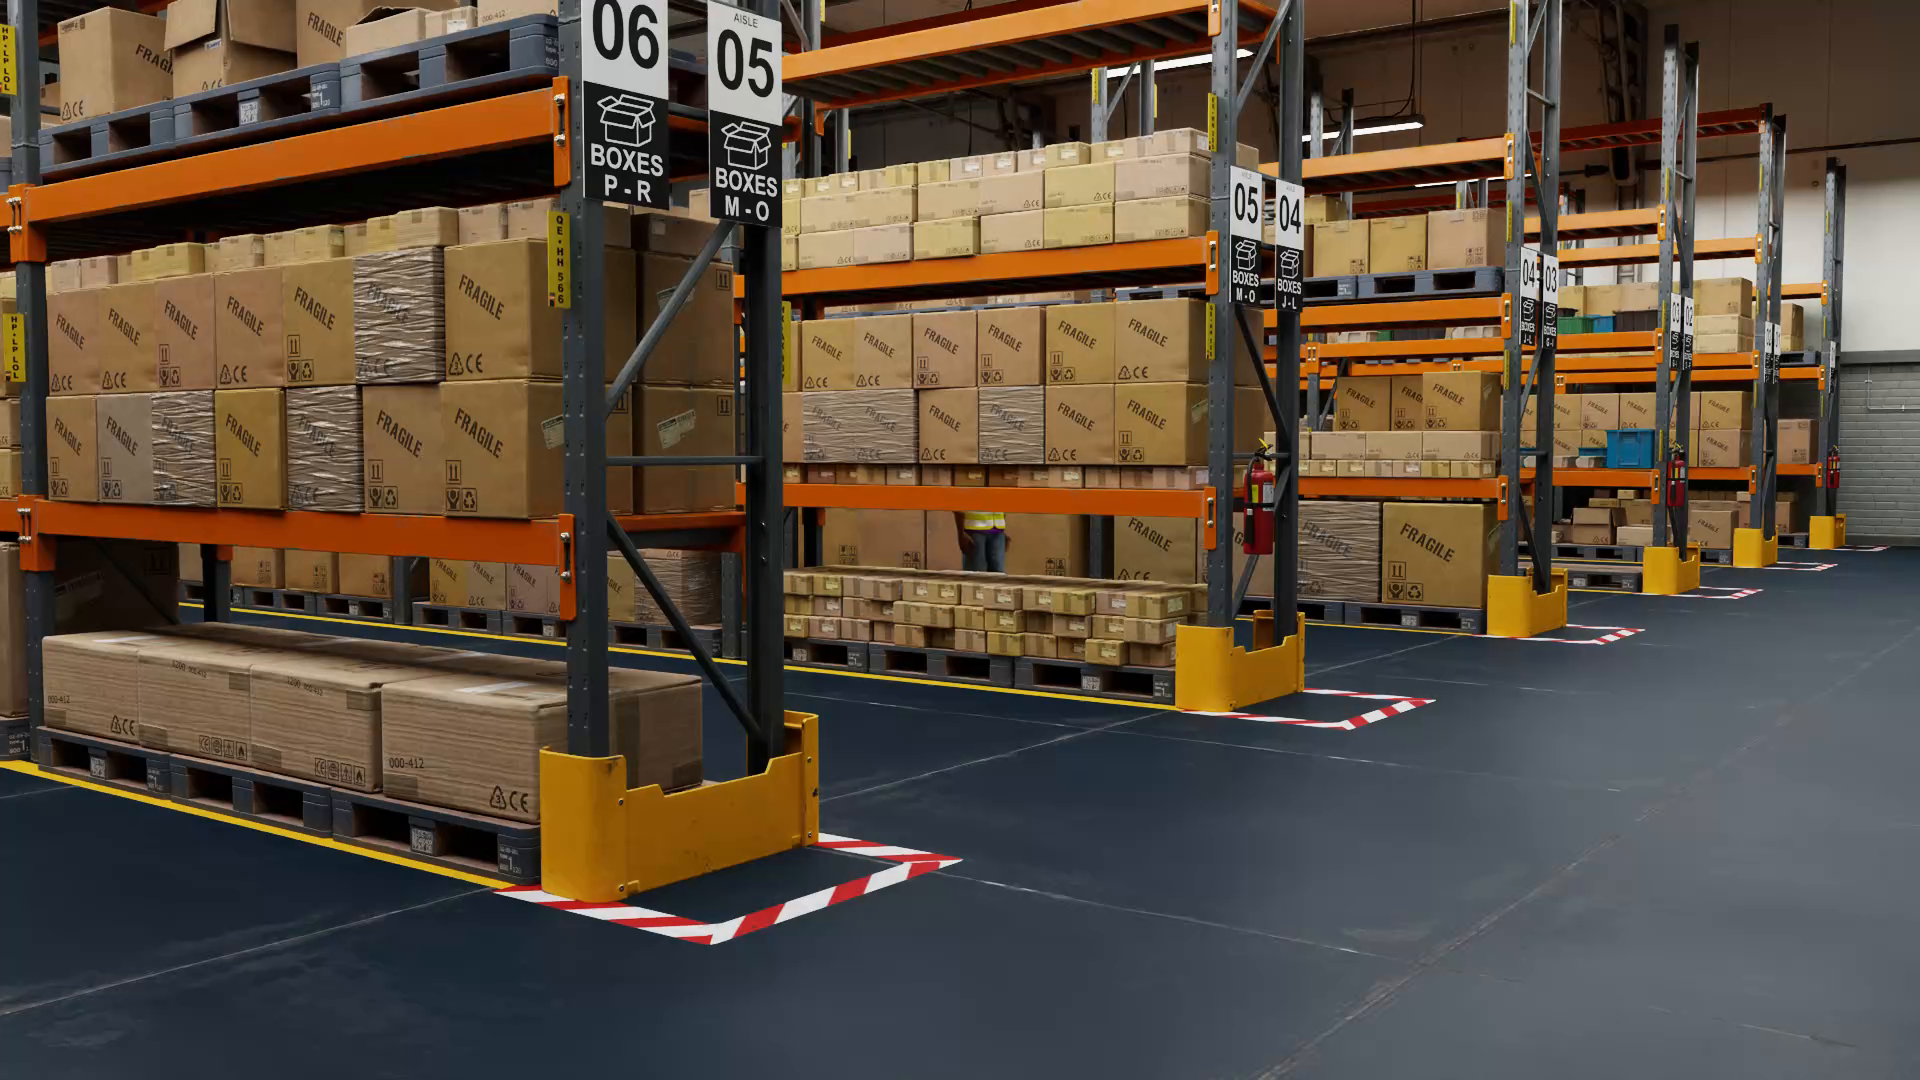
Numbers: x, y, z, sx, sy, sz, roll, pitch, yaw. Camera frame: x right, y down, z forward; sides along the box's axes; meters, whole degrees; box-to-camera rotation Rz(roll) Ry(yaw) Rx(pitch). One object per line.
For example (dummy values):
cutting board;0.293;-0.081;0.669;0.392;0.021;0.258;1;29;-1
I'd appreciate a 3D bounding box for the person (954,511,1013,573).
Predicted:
person;0.176;-0.063;13.362;0.363;1.763;0.565;3;4;44
